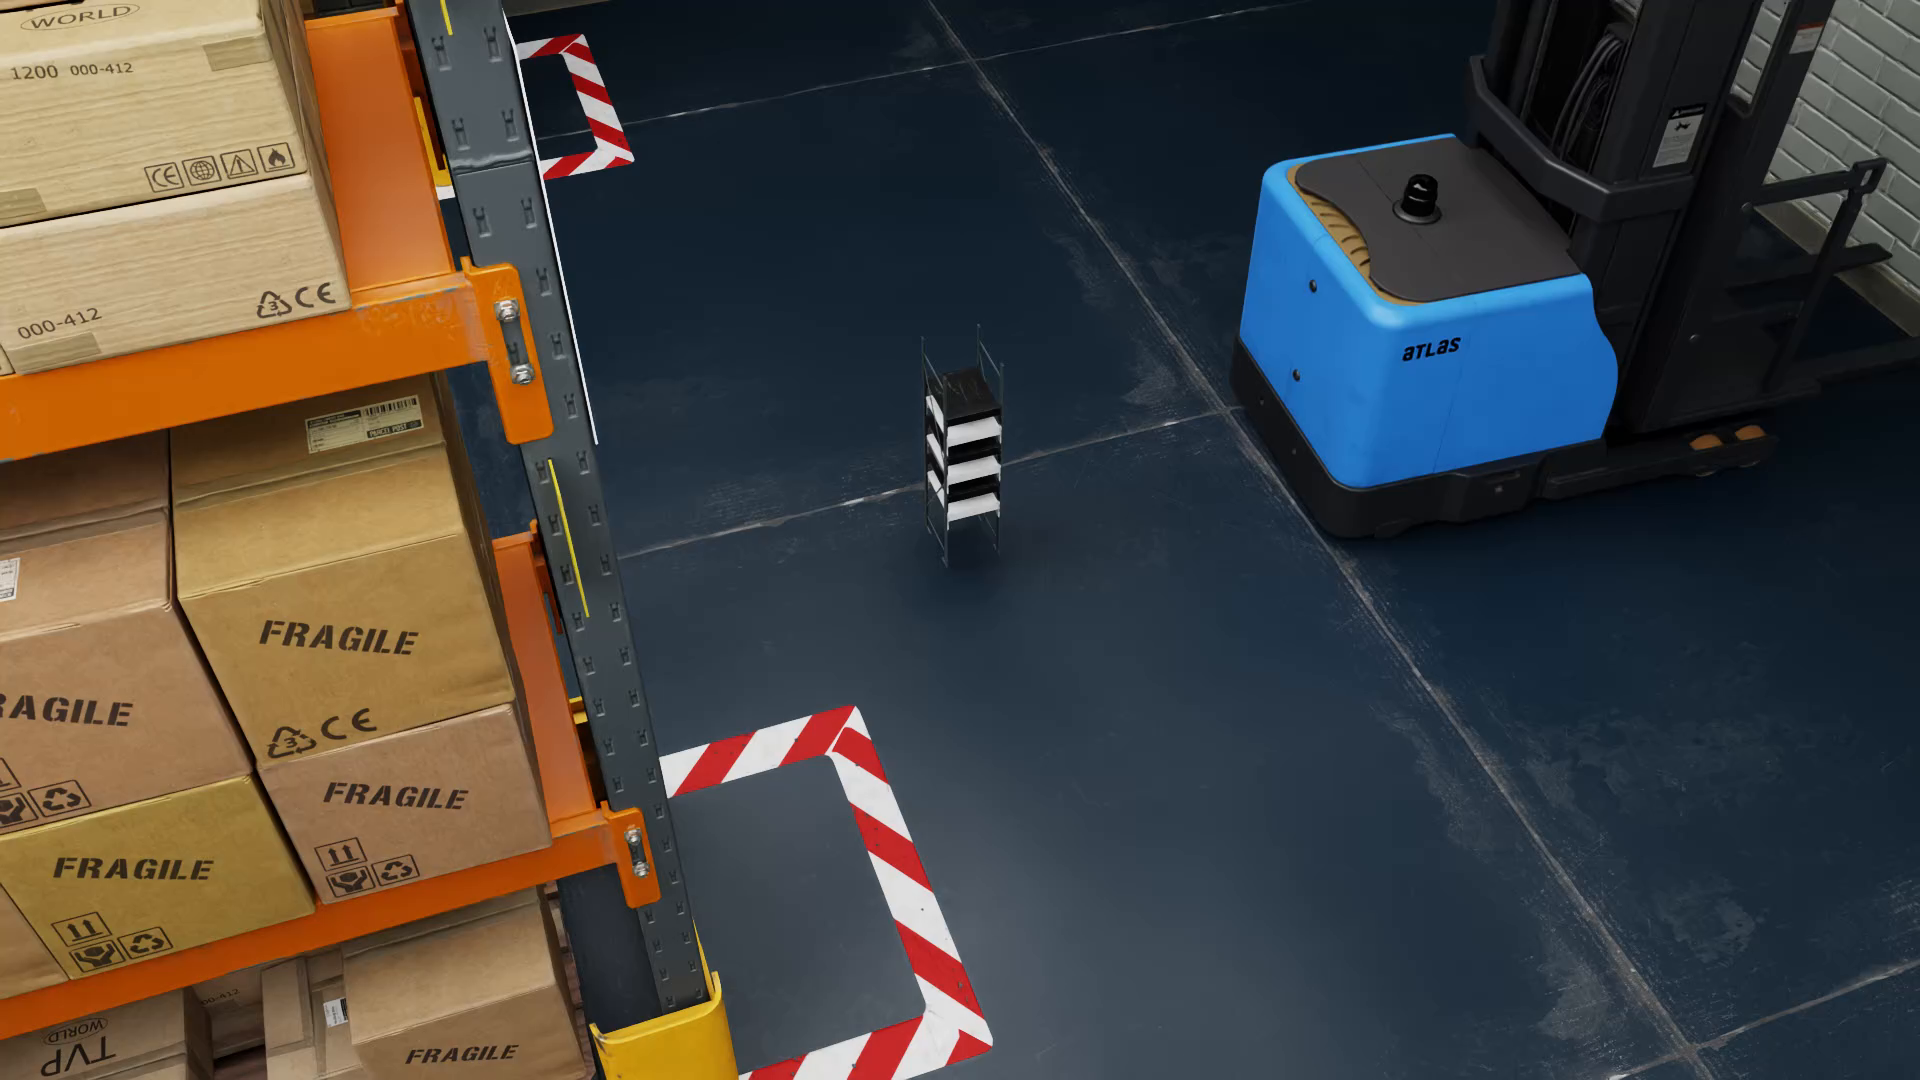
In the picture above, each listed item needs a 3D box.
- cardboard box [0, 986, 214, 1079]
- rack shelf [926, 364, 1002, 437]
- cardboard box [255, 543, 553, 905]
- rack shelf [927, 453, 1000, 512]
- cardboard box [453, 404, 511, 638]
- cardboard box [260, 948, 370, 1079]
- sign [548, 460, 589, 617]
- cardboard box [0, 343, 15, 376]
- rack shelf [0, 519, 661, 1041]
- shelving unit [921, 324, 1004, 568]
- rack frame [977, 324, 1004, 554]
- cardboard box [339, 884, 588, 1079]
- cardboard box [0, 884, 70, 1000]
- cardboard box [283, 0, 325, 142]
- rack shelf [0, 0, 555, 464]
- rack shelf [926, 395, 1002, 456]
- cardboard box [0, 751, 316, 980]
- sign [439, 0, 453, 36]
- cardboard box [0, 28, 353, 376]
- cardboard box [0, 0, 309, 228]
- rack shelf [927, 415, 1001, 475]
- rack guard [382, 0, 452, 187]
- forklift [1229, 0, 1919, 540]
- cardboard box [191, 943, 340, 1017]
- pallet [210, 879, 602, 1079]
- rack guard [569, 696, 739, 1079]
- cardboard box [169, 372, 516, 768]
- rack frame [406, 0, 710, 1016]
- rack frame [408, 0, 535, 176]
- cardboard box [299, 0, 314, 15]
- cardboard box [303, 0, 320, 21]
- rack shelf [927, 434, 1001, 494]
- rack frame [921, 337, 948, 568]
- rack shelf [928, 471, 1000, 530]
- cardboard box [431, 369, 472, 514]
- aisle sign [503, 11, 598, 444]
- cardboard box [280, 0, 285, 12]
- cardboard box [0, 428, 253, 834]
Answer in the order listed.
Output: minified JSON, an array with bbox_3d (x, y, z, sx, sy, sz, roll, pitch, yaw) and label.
[{"bbox_3d":[-2.227,1.465,4.302,0.500,0.250,0.500,-14,47,-14],"label":"cardboard box"},{"bbox_3d":[0.008,-0.487,5.766,0.200,0.077,0.258,-14,47,-14],"label":"rack shelf"},{"bbox_3d":[-1.225,0.400,3.663,0.500,0.500,0.500,-13,47,-13],"label":"cardboard box"},{"bbox_3d":[0.008,-0.233,6.021,0.200,0.077,0.258,-14,47,-14],"label":"rack shelf"},{"bbox_3d":[-1.403,0.042,4.019,0.500,0.500,0.500,-13,47,-13],"label":"cardboard box"},{"bbox_3d":[-1.735,1.324,4.503,0.250,0.166,0.380,-14,47,-14],"label":"cardboard box"},{"bbox_3d":[-0.726,0.001,3.091,0.005,0.325,0.100,-14,47,-14],"label":"sign"},{"bbox_3d":[-1.764,-0.447,2.566,0.500,0.250,0.500,-14,47,-14],"label":"cardboard box"},{"bbox_3d":[-2.777,0.882,3.762,4.000,0.370,1.077,-14,47,-14],"label":"rack shelf"},{"bbox_3d":[0.008,-0.320,5.933,0.210,0.900,0.258,-14,47,-14],"label":"shelving unit"},{"bbox_3d":[0.103,-0.344,5.958,0.006,0.900,0.240,-14,47,-14],"label":"rack frame"},{"bbox_3d":[-1.324,1.169,4.422,0.500,0.500,0.500,-14,47,-14],"label":"cardboard box"},{"bbox_3d":[-2.183,0.644,3.420,0.500,0.500,0.500,-14,47,-14],"label":"cardboard box"},{"bbox_3d":[-1.465,-0.905,3.022,0.500,0.250,0.500,-14,47,-14],"label":"cardboard box"},{"bbox_3d":[-2.777,-0.177,2.699,4.000,0.370,1.077,-14,47,-14],"label":"rack shelf"},{"bbox_3d":[0.008,-0.423,5.829,0.200,0.077,0.258,-14,47,-14],"label":"rack shelf"},{"bbox_3d":[-1.712,0.527,3.536,0.500,0.500,0.500,-14,47,-14],"label":"cardboard box"},{"bbox_3d":[-0.726,-0.850,2.237,0.005,0.325,0.100,-14,47,-14],"label":"sign"},{"bbox_3d":[-1.290,-0.560,2.679,0.500,0.250,0.500,-14,47,-14],"label":"cardboard box"},{"bbox_3d":[-1.293,-0.742,2.507,0.500,0.250,0.500,-14,47,-14],"label":"cardboard box"},{"bbox_3d":[0.008,-0.360,5.893,0.200,0.077,0.258,-14,47,-14],"label":"rack shelf"},{"bbox_3d":[-2.559,-2.276,8.165,0.348,0.500,1.175,-14,47,-14],"label":"rack guard"},{"bbox_3d":[2.675,-1.631,5.806,3.031,2.935,1.130,-12,46,-11],"label":"forklift"},{"bbox_3d":[-1.974,1.024,4.742,0.500,0.250,0.500,-14,47,-14],"label":"cardboard box"},{"bbox_3d":[-1.717,1.342,4.764,1.213,0.211,1.003,-14,47,-14],"label":"pallet"},{"bbox_3d":[-0.967,1.047,4.853,0.348,0.500,1.175,-14,47,-14],"label":"rack guard"},{"bbox_3d":[-1.221,0.049,3.307,0.500,0.500,0.500,-15,47,-14],"label":"cardboard box"},{"bbox_3d":[-0.896,0.147,3.986,0.127,3.000,1.000,-14,47,-14],"label":"rack frame"},{"bbox_3d":[-0.896,-1.971,1.861,0.127,3.000,1.000,-14,47,-14],"label":"rack frame"},{"bbox_3d":[-3.156,-2.576,7.710,0.250,0.149,0.380,-14,47,-14],"label":"cardboard box"},{"bbox_3d":[-3.206,-2.184,7.777,0.500,0.500,0.700,-14,47,-14],"label":"cardboard box"},{"bbox_3d":[0.008,-0.296,5.957,0.200,0.077,0.258,-14,47,-14],"label":"rack shelf"},{"bbox_3d":[-0.088,-0.295,5.909,0.006,0.900,0.240,-14,47,-14],"label":"rack frame"},{"bbox_3d":[0.008,-0.169,6.084,0.200,0.077,0.258,-14,47,-14],"label":"rack shelf"},{"bbox_3d":[-1.403,-0.311,3.665,0.500,0.500,0.500,-13,47,-13],"label":"cardboard box"},{"bbox_3d":[-0.728,-0.583,2.878,0.004,0.787,0.394,-14,47,-14],"label":"aisle sign"},{"bbox_3d":[-1.468,-1.086,2.849,0.500,0.250,0.500,-14,47,-14],"label":"cardboard box"},{"bbox_3d":[-1.696,0.171,3.186,0.500,0.500,0.500,-13,47,-13],"label":"cardboard box"}]
